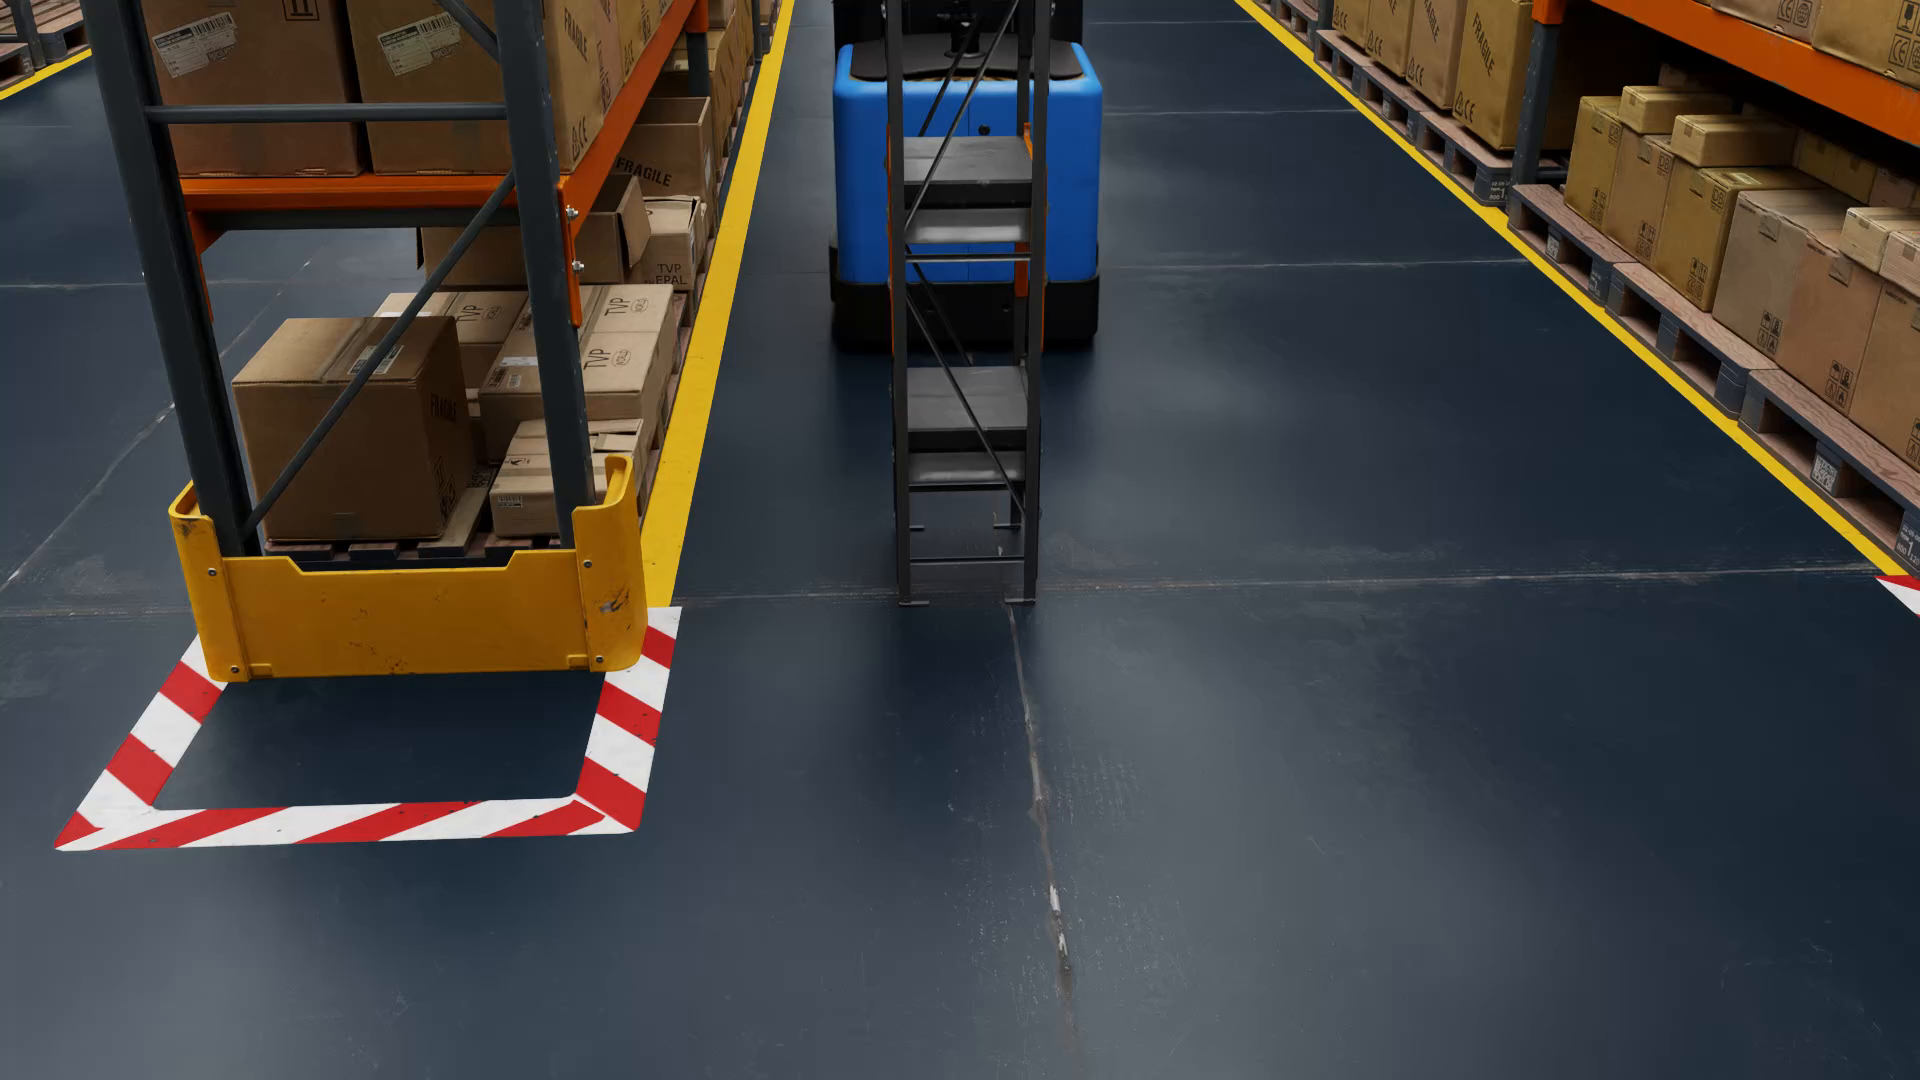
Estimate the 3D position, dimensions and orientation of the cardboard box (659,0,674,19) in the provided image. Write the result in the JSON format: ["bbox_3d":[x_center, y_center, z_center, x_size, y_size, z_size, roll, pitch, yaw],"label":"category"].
[{"bbox_3d":[-1.346,-2.192,6.102,0.500,0.500,0.500,-1,28,-1],"label":"cardboard box"}]

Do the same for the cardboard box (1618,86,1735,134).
[{"bbox_3d":[3.034,-1.824,7.052,0.380,0.149,0.250,0,28,-1],"label":"cardboard box"}]

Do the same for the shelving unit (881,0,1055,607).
[{"bbox_3d":[0.009,-0.855,4.618,0.431,2.100,0.503,-1,28,-3],"label":"shelving unit"}]

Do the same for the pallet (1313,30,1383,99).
[{"bbox_3d":[3.018,-3.214,11.185,1.003,0.211,1.213,-1,28,-3],"label":"pallet"}]

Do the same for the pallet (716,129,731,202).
[{"bbox_3d":[-1.766,-1.986,8.830,1.003,0.211,1.213,-1,28,-3],"label":"pallet"}]

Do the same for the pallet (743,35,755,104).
[{"bbox_3d":[-1.893,-3.113,10.991,1.003,0.211,1.213,-1,28,-3],"label":"pallet"}]

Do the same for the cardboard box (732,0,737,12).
[{"bbox_3d":[-1.546,-3.190,9.539,0.500,0.250,0.500,-2,28,-4],"label":"cardboard box"}]

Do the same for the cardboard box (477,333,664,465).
[{"bbox_3d":[-1.248,-0.466,5.397,0.500,0.250,0.500,-1,28,-3],"label":"cardboard box"}]

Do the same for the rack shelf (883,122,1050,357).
[{"bbox_3d":[0.009,-0.842,4.624,0.431,0.518,0.480,-1,28,-3],"label":"rack shelf"}]

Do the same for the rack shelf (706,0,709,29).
[{"bbox_3d":[-1.790,-3.453,9.404,1.077,0.370,4.000,-1,28,-3],"label":"rack shelf"}]

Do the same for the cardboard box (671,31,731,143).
[{"bbox_3d":[-1.506,-2.410,8.855,0.500,0.500,0.500,-1,28,-2],"label":"cardboard box"}]

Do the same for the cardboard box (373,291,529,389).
[{"bbox_3d":[-1.771,-0.661,5.772,0.500,0.250,0.500,-1,28,-3],"label":"cardboard box"}]

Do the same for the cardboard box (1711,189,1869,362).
[{"bbox_3d":[3.281,-0.984,6.142,0.700,0.500,0.500,-2,28,-4],"label":"cardboard box"}]

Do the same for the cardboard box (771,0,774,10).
[{"bbox_3d":[-1.655,-4.143,12.470,0.500,0.250,0.500,-2,28,-4],"label":"cardboard box"}]

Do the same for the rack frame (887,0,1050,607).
[{"bbox_3d":[0.021,-0.742,4.402,0.400,2.100,0.015,-1,28,-3],"label":"rack frame"}]

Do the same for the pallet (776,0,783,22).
[{"bbox_3d":[-1.959,-4.402,13.462,1.003,0.211,1.213,-1,28,-3],"label":"pallet"}]

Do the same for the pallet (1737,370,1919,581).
[{"bbox_3d":[3.350,-0.253,5.507,1.003,0.211,1.213,-1,28,-3],"label":"pallet"}]

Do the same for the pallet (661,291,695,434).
[{"bbox_3d":[-1.584,-0.730,6.421,1.003,0.211,1.213,-1,28,-3],"label":"pallet"}]

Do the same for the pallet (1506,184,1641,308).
[{"bbox_3d":[3.223,-1.380,7.667,1.003,0.211,1.213,-1,28,-3],"label":"pallet"}]

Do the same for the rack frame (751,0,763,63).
[{"bbox_3d":[-1.894,-4.695,11.009,1.000,3.000,0.127,-1,28,-3],"label":"rack frame"}]

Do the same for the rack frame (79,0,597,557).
[{"bbox_3d":[-1.477,-1.001,3.925,1.000,3.000,0.127,-1,28,-3],"label":"rack frame"}]

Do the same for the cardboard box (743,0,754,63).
[{"bbox_3d":[-1.611,-3.356,10.668,0.500,0.500,0.500,0,28,-1],"label":"cardboard box"}]

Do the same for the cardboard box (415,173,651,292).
[{"bbox_3d":[-1.582,-1.069,6.279,0.797,0.503,0.637,-1,28,-3],"label":"cardboard box"}]

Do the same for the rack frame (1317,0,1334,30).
[{"bbox_3d":[3.052,-4.817,11.241,1.000,3.000,0.127,-1,28,-3],"label":"rack frame"}]

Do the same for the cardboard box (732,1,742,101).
[{"bbox_3d":[-1.551,-2.875,9.745,0.500,0.500,0.500,-2,28,-5],"label":"cardboard box"}]

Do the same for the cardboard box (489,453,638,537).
[{"bbox_3d":[-1.155,-0.133,4.869,0.380,0.149,0.250,-1,28,-3],"label":"cardboard box"}]

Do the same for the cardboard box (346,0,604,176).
[{"bbox_3d":[-1.236,-1.256,4.307,0.500,0.500,0.500,-1,28,-2],"label":"cardboard box"}]

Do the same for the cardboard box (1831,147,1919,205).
[{"bbox_3d":[3.472,-1.341,6.125,0.380,0.149,0.250,-1,28,-2],"label":"cardboard box"}]

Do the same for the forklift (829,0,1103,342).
[{"bbox_3d":[-0.017,-2.730,7.314,1.130,2.935,3.031,-1,28,-2],"label":"forklift"}]

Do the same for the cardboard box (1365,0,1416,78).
[{"bbox_3d":[2.999,-3.302,10.208,0.750,0.750,0.750,-2,28,-3],"label":"cardboard box"}]

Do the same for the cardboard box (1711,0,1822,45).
[{"bbox_3d":[3.354,-2.178,5.859,0.980,0.700,0.700,-3,28,-5],"label":"cardboard box"}]

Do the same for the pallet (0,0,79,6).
[{"bbox_3d":[-6.903,-4.262,13.193,1.003,0.211,1.213,-1,28,-3],"label":"pallet"}]

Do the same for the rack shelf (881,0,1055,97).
[{"bbox_3d":[0.009,-1.463,4.300,0.431,0.518,0.480,-1,28,-3],"label":"rack shelf"}]

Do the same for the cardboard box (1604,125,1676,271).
[{"bbox_3d":[3.221,-1.467,7.069,0.700,0.500,0.500,-2,28,-3],"label":"cardboard box"}]

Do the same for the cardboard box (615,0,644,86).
[{"bbox_3d":[-1.292,-1.726,5.208,0.500,0.500,0.500,-1,28,-3],"label":"cardboard box"}]

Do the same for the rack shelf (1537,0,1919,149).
[{"bbox_3d":[3.366,-1.727,6.095,1.077,0.370,4.000,-1,28,-3],"label":"rack shelf"}]

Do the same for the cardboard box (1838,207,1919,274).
[{"bbox_3d":[3.131,-0.981,5.435,0.380,0.149,0.250,-1,28,-1],"label":"cardboard box"}]

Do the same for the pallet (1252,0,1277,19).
[{"bbox_3d":[2.952,-4.503,13.656,1.003,0.211,1.213,-1,28,-3],"label":"pallet"}]

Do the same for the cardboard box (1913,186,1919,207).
[{"bbox_3d":[3.500,-1.105,5.673,0.380,0.149,0.250,-1,28,-2],"label":"cardboard box"}]

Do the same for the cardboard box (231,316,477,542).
[{"bbox_3d":[-1.751,-0.333,4.871,0.500,0.500,0.500,-1,28,-3],"label":"cardboard box"}]

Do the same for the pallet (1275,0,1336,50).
[{"bbox_3d":[3.013,-3.941,12.578,1.003,0.211,1.213,-1,28,-3],"label":"pallet"}]

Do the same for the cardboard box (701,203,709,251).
[{"bbox_3d":[-1.293,-1.351,7.204,0.380,0.149,0.250,-1,28,-3],"label":"cardboard box"}]

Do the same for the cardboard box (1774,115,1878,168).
[{"bbox_3d":[3.445,-1.577,6.578,0.380,0.149,0.250,-1,28,-2],"label":"cardboard box"}]

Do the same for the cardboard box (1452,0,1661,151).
[{"bbox_3d":[3.098,-2.499,8.669,0.750,0.750,0.750,-1,28,-2],"label":"cardboard box"}]

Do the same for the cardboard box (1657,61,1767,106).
[{"bbox_3d":[3.389,-2.059,7.501,0.380,0.149,0.250,-2,28,-3],"label":"cardboard box"}]

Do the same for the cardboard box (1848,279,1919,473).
[{"bbox_3d":[3.334,-0.521,5.254,0.700,0.500,0.500,-1,28,-3],"label":"cardboard box"}]
